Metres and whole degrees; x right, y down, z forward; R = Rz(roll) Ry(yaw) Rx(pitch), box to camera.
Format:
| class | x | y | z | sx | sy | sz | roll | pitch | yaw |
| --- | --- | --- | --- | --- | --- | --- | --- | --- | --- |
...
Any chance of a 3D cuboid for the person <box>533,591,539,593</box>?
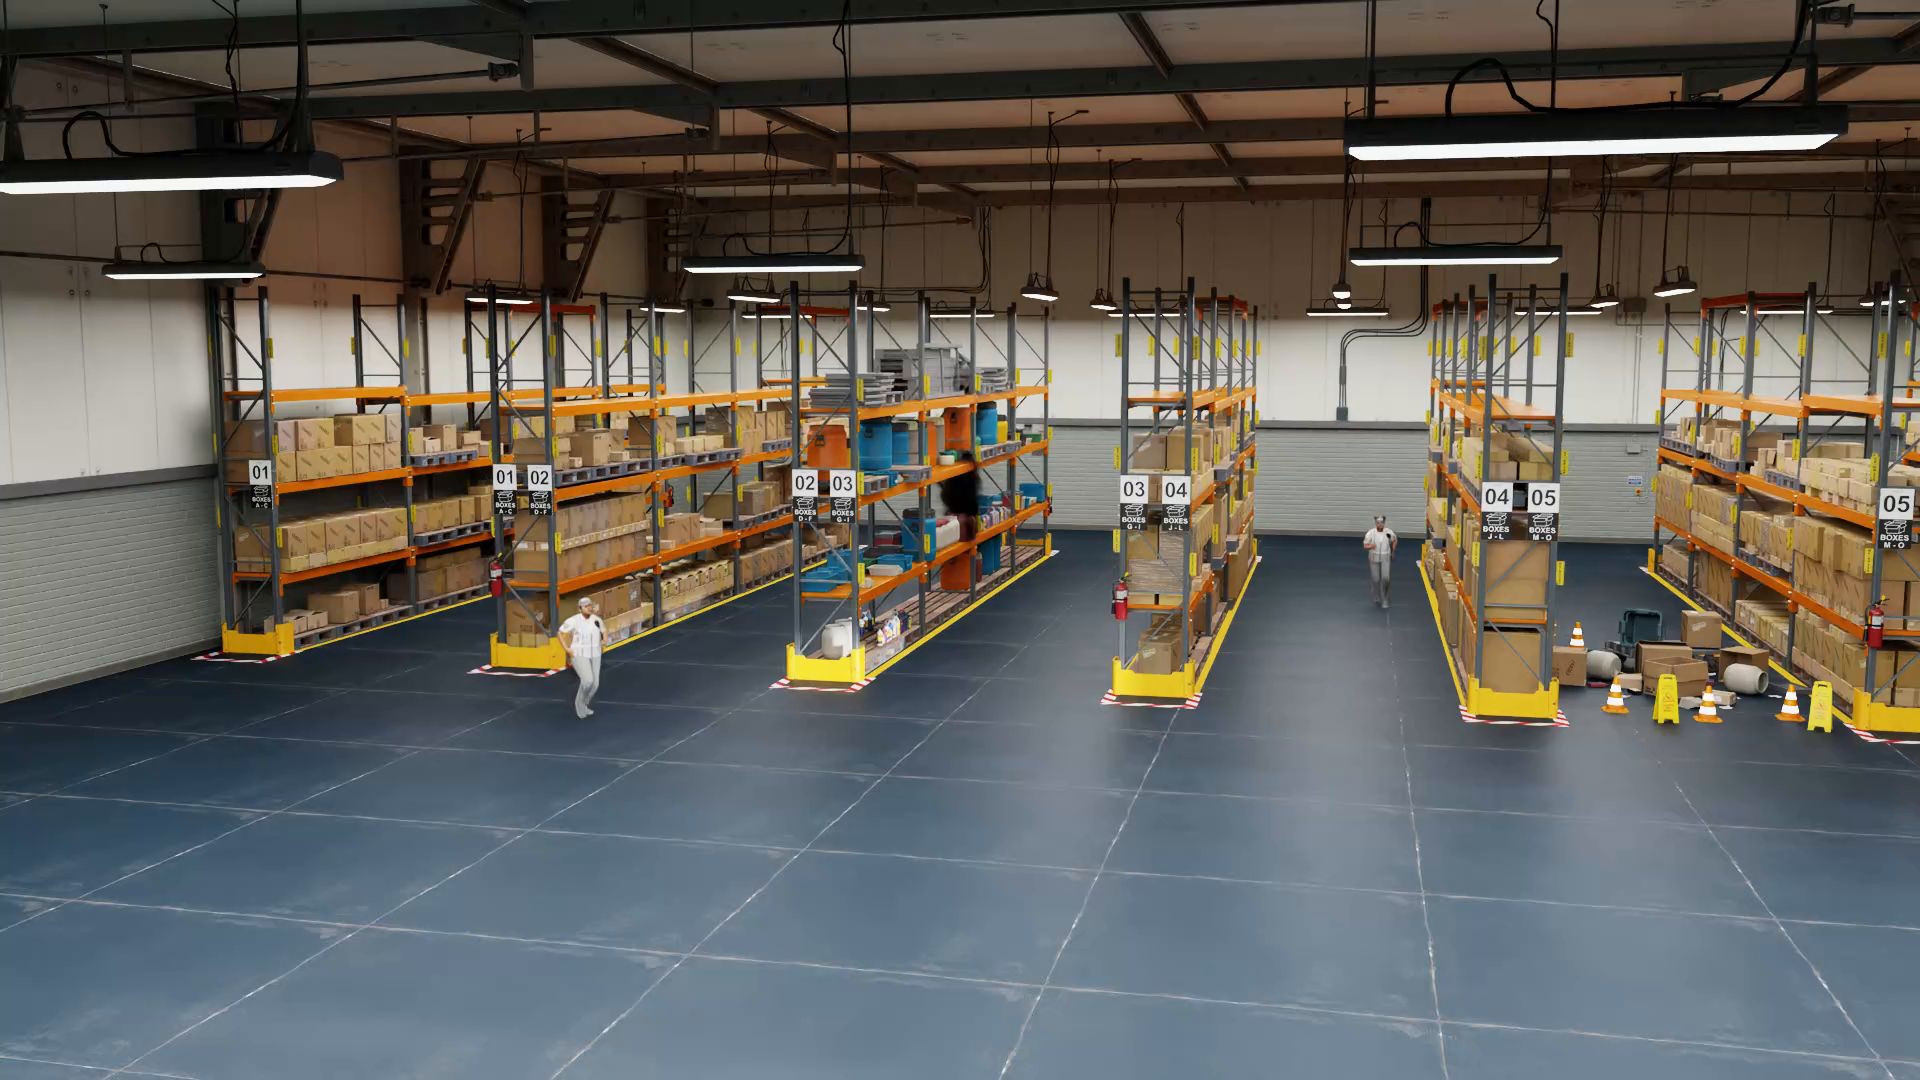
| class | x | y | z | sx | sy | sz | roll | pitch | yaw |
| --- | --- | --- | --- | --- | --- | --- | --- | --- | --- |
| person | -7.715 | 0.659 | 30.357 | 0.662 | 1.821 | 0.964 | 2 | 7 | 14 |

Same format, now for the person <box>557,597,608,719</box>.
| class | x | y | z | sx | sy | sz | roll | pitch | yaw |
| --- | --- | --- | --- | --- | --- | --- | --- | --- | --- |
| person | -5.044 | 1.601 | 22.544 | 0.675 | 1.647 | 0.570 | -6 | 9 | -41 |

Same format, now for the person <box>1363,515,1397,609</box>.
| class | x | y | z | sx | sy | sz | roll | pitch | yaw |
| --- | --- | --- | --- | --- | --- | --- | --- | --- | --- |
| person | 8.167 | 0.426 | 32.365 | 0.640 | 1.847 | 0.795 | 2 | 7 | 15 |
